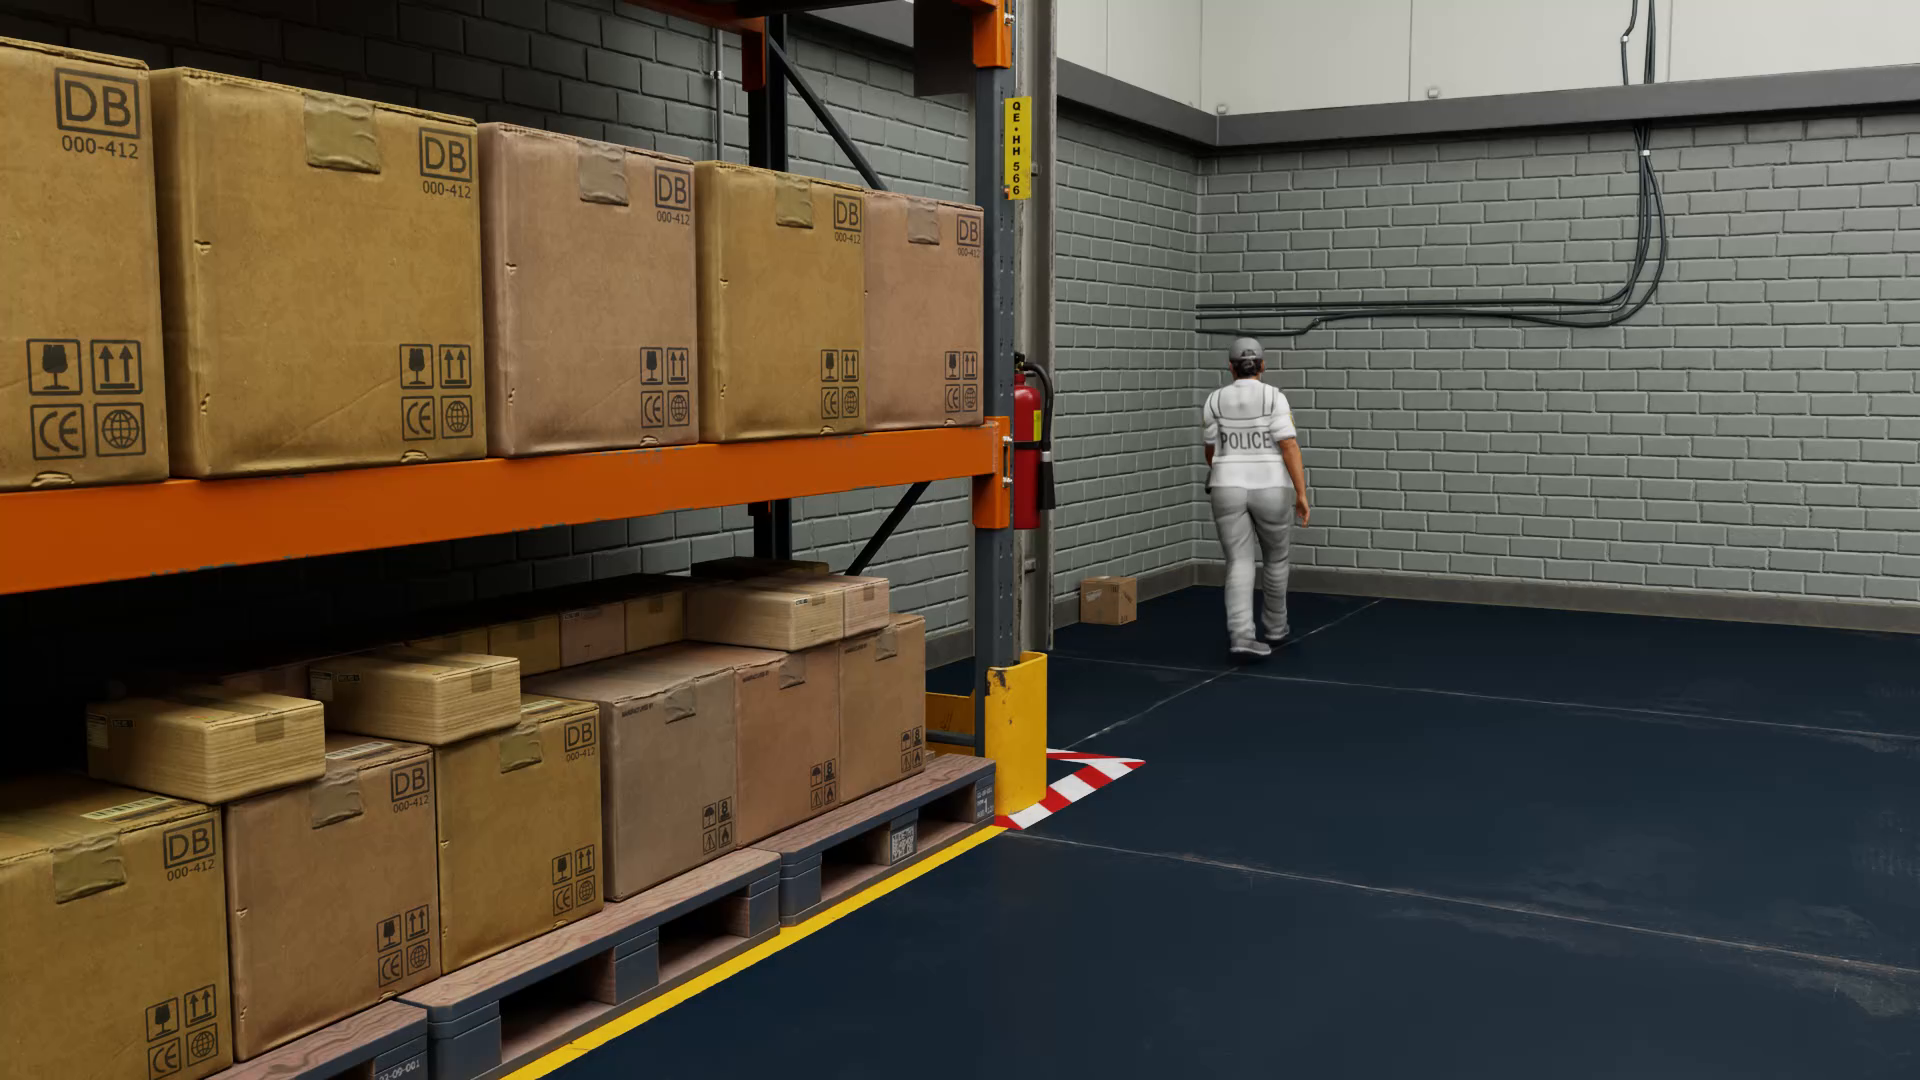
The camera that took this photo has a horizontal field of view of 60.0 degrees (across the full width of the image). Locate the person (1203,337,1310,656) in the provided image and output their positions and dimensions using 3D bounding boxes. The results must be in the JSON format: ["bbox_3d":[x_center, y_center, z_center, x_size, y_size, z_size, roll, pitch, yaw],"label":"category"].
[{"bbox_3d":[1.541,-0.241,8.597,0.560,1.607,0.930,2,6,15],"label":"person"}]
